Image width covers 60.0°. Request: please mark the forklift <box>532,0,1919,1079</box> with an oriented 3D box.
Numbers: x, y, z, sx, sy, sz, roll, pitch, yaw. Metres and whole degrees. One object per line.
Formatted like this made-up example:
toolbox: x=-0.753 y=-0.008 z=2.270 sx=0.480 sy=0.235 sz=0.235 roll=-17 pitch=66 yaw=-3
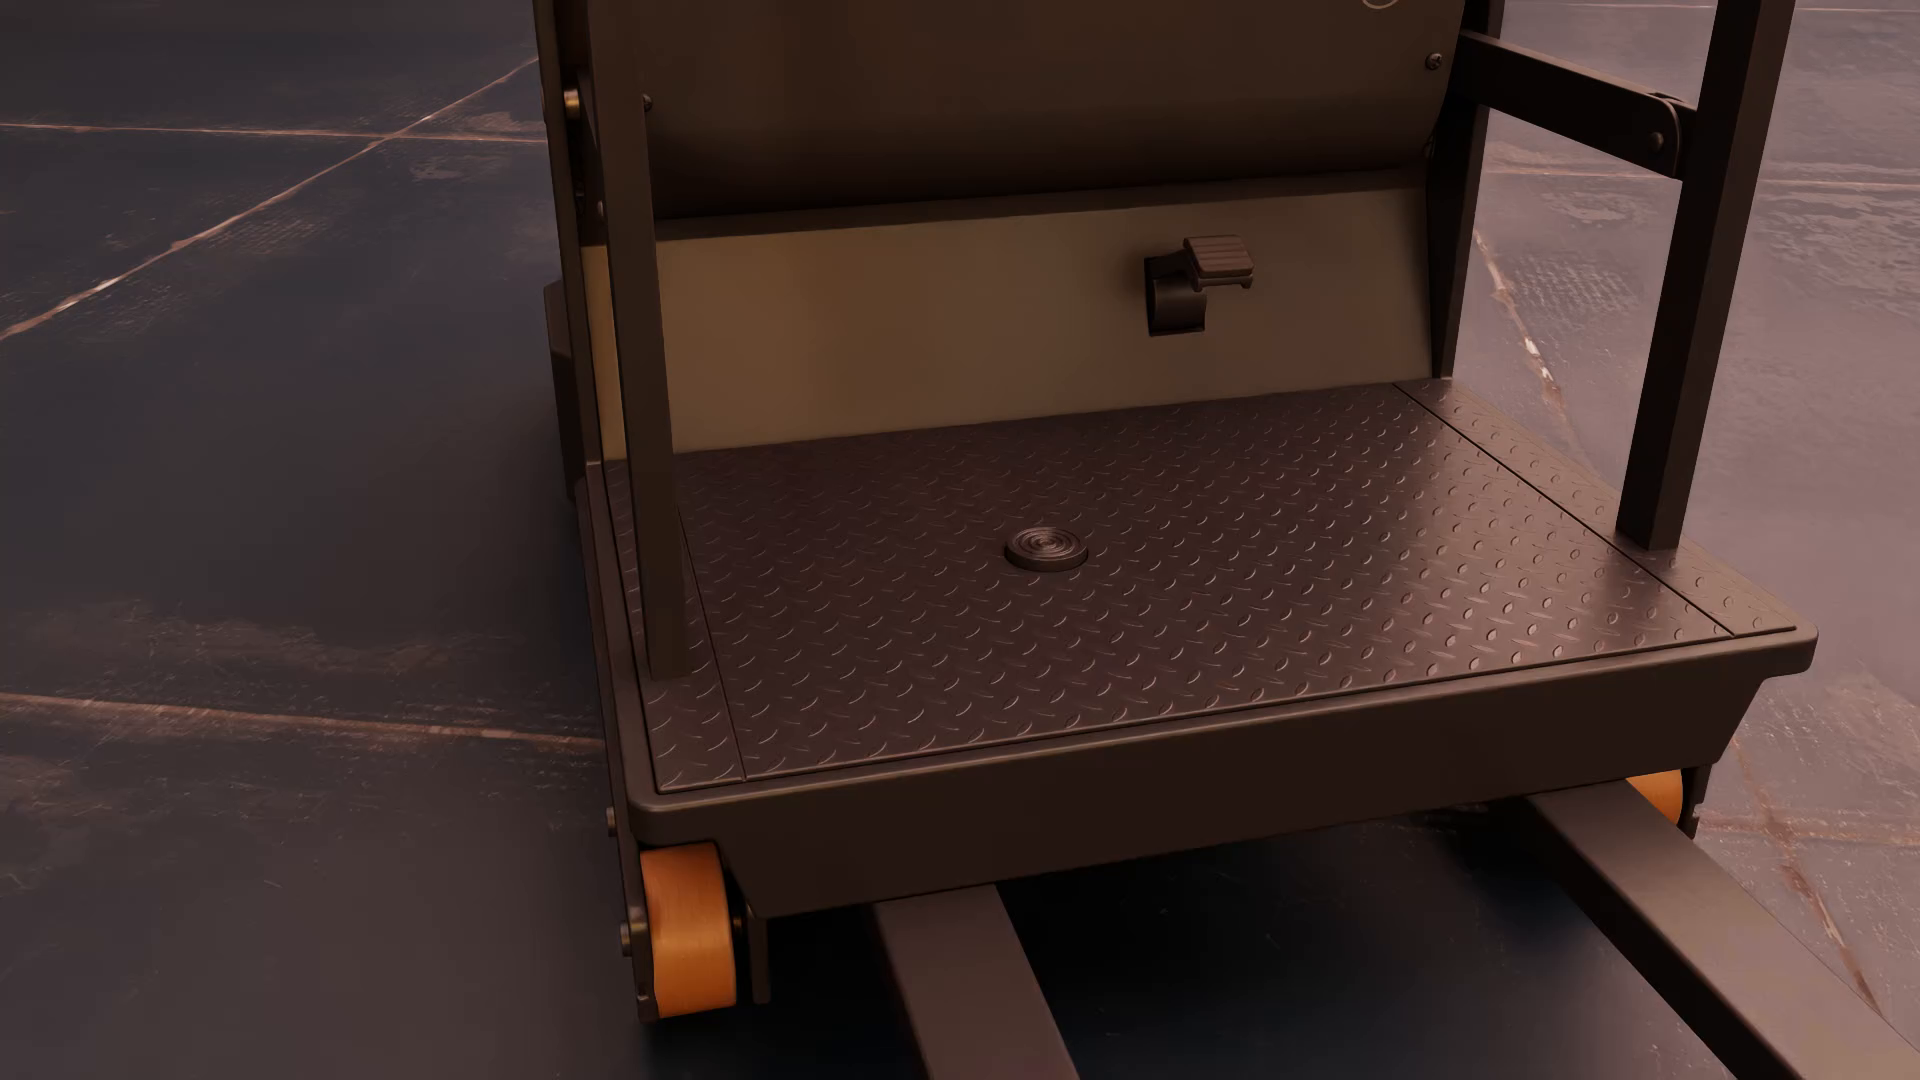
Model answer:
forklift: x=0.153 y=-1.049 z=1.319 sx=1.130 sy=2.935 sz=3.031 roll=-7 pitch=27 yaw=-13
